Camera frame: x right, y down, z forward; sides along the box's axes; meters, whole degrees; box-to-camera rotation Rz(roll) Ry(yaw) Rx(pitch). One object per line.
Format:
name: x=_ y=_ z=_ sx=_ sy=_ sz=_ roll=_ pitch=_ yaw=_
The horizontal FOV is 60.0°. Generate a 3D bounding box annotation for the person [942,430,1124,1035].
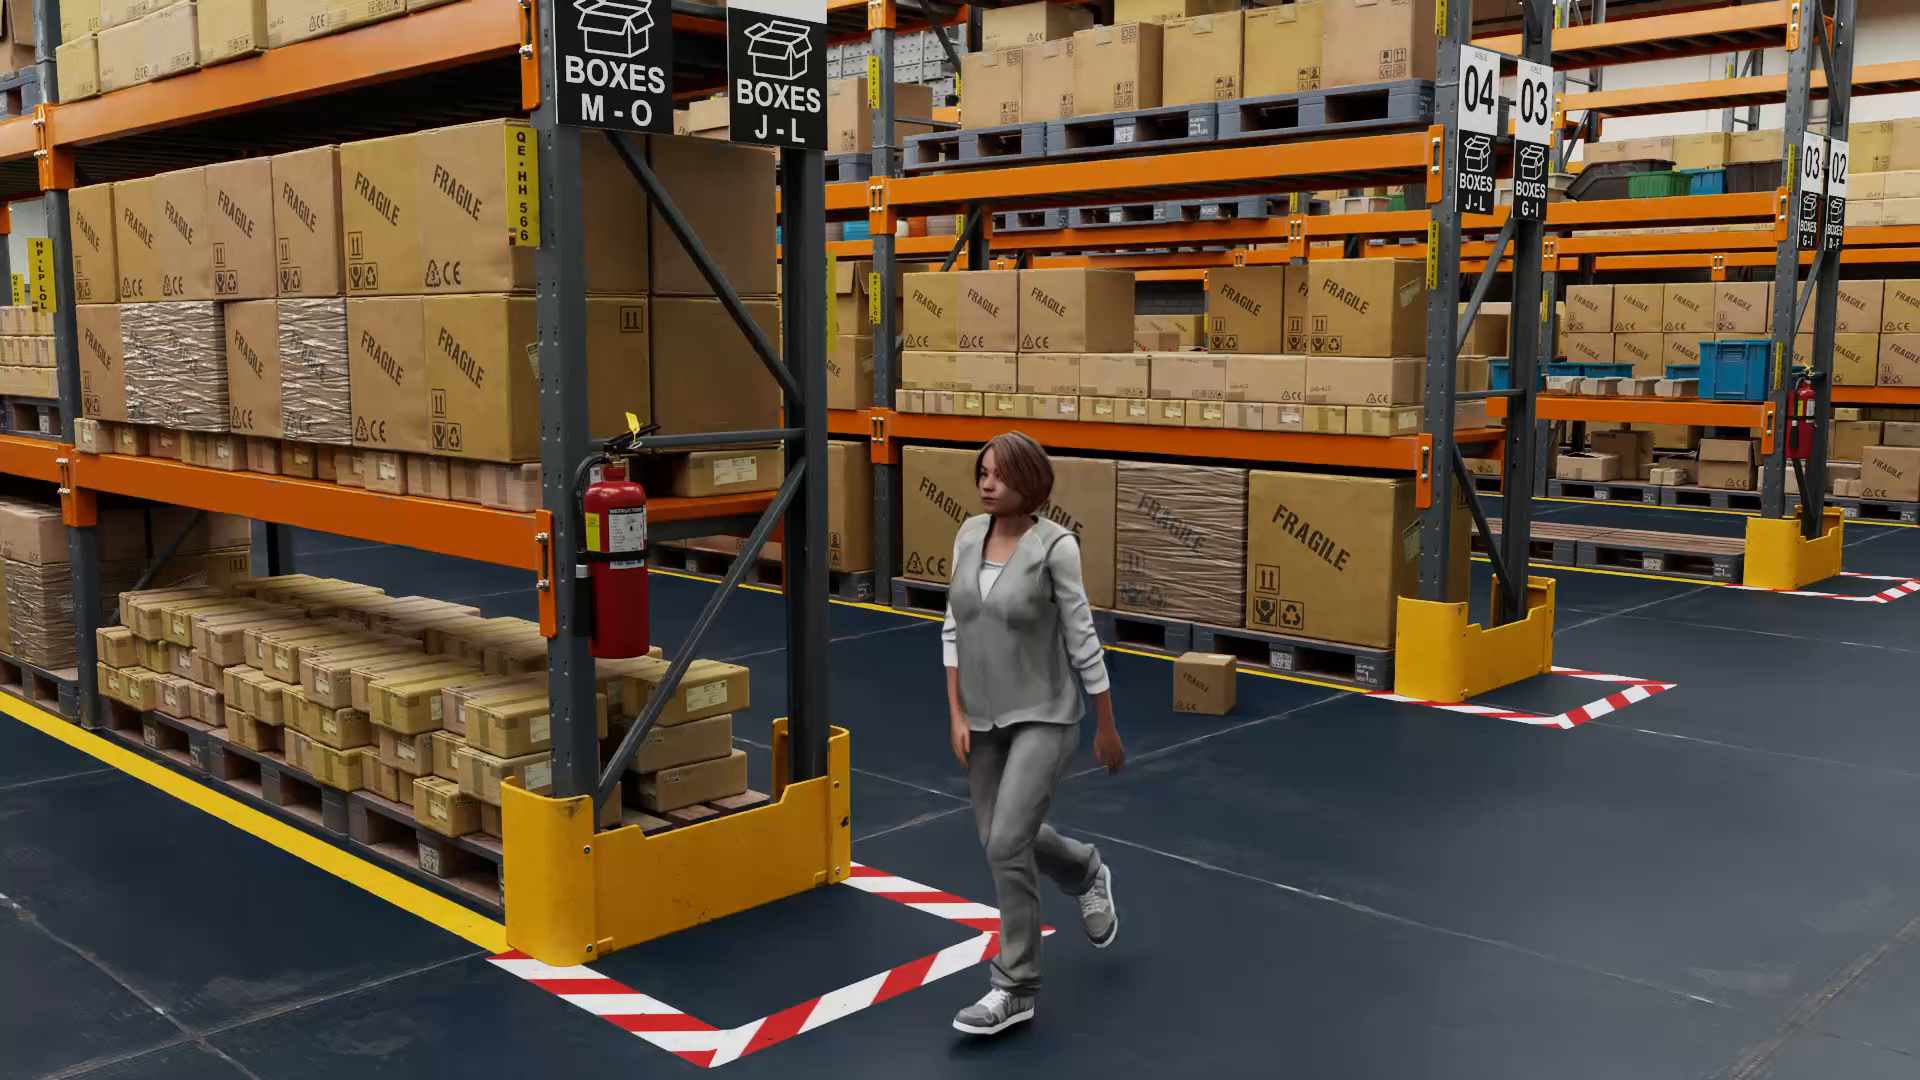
person: x=0.217 y=0.479 z=4.510 sx=0.459 sy=1.561 sz=0.763 roll=6 pitch=9 yaw=38
